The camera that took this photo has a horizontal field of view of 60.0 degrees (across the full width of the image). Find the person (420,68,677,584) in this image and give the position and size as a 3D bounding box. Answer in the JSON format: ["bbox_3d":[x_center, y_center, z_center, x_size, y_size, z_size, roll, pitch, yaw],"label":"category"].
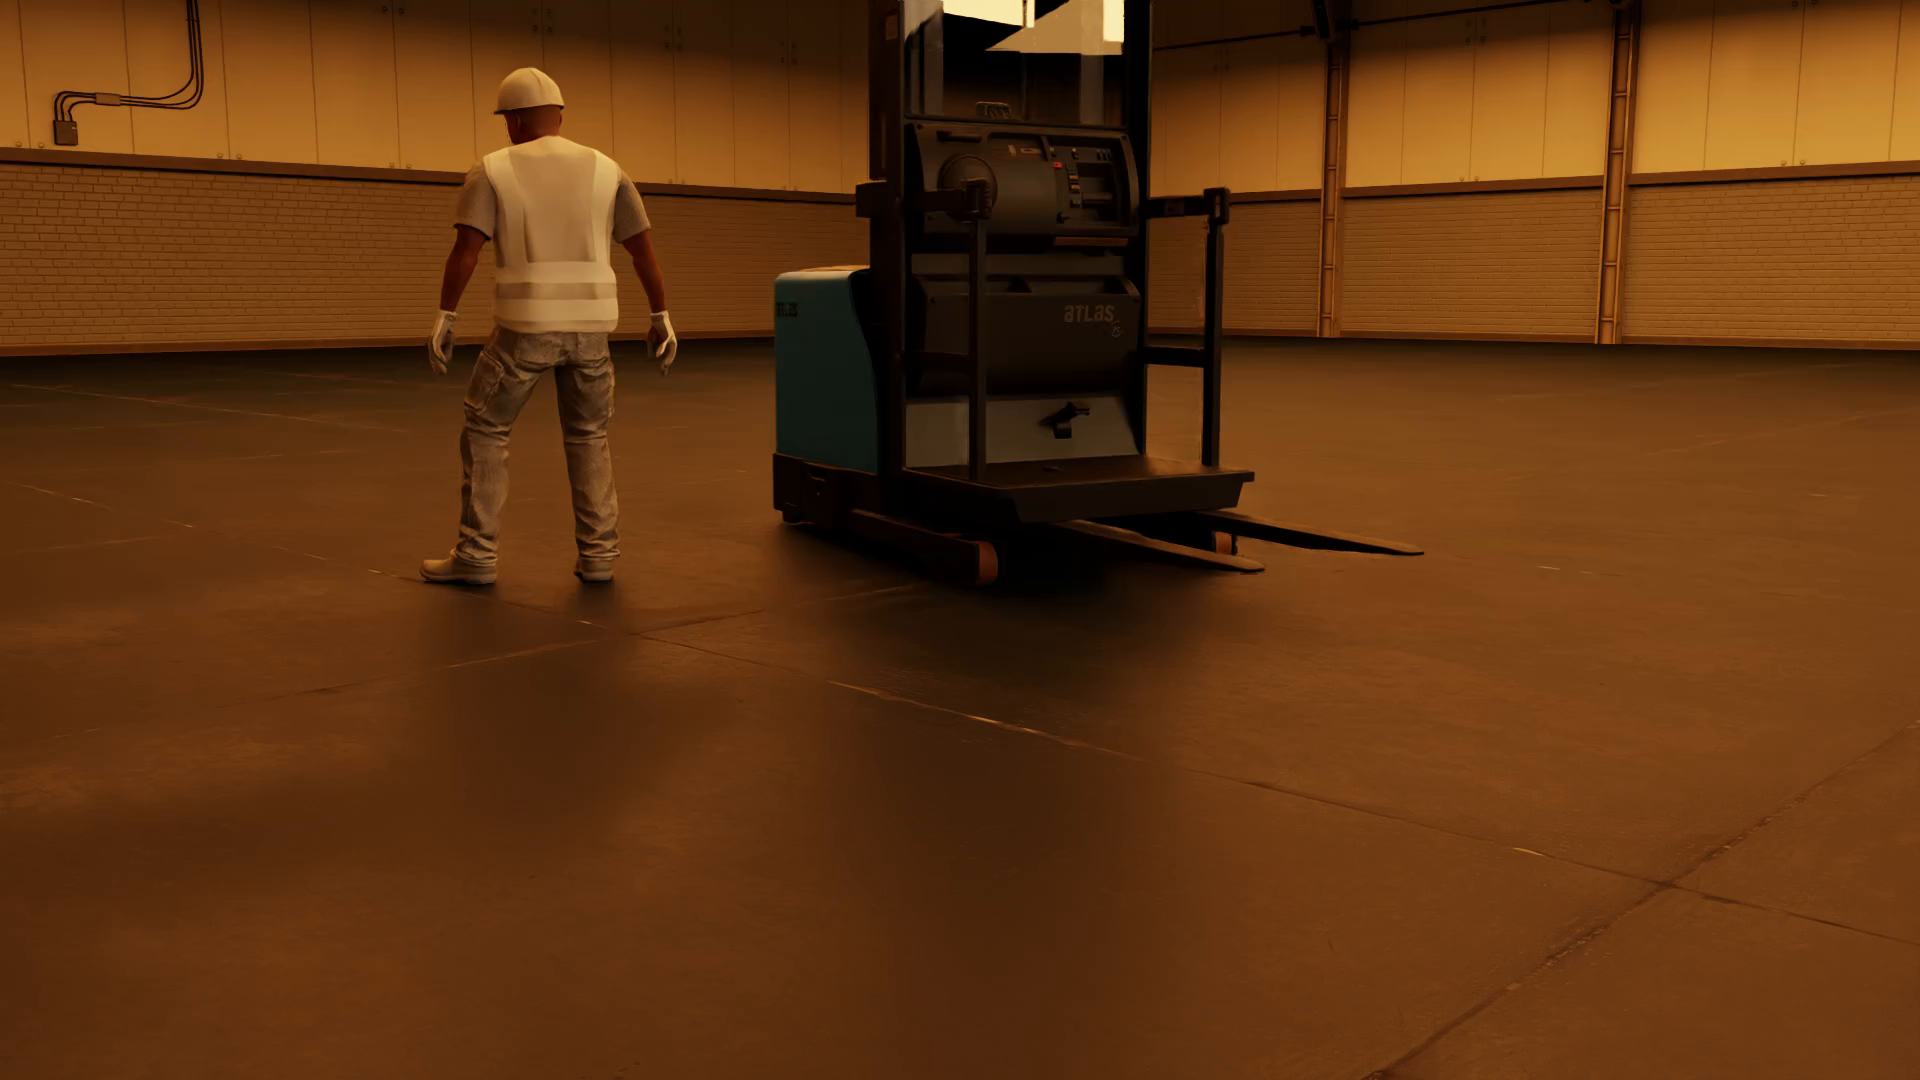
[{"bbox_3d":[-1.436,-0.737,5.750,0.866,1.746,0.438,-5,10,-29],"label":"person"}]

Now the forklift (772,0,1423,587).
[{"bbox_3d":[0.358,-1.365,5.936,1.130,2.935,3.031,-5,10,-29],"label":"forklift"}]
